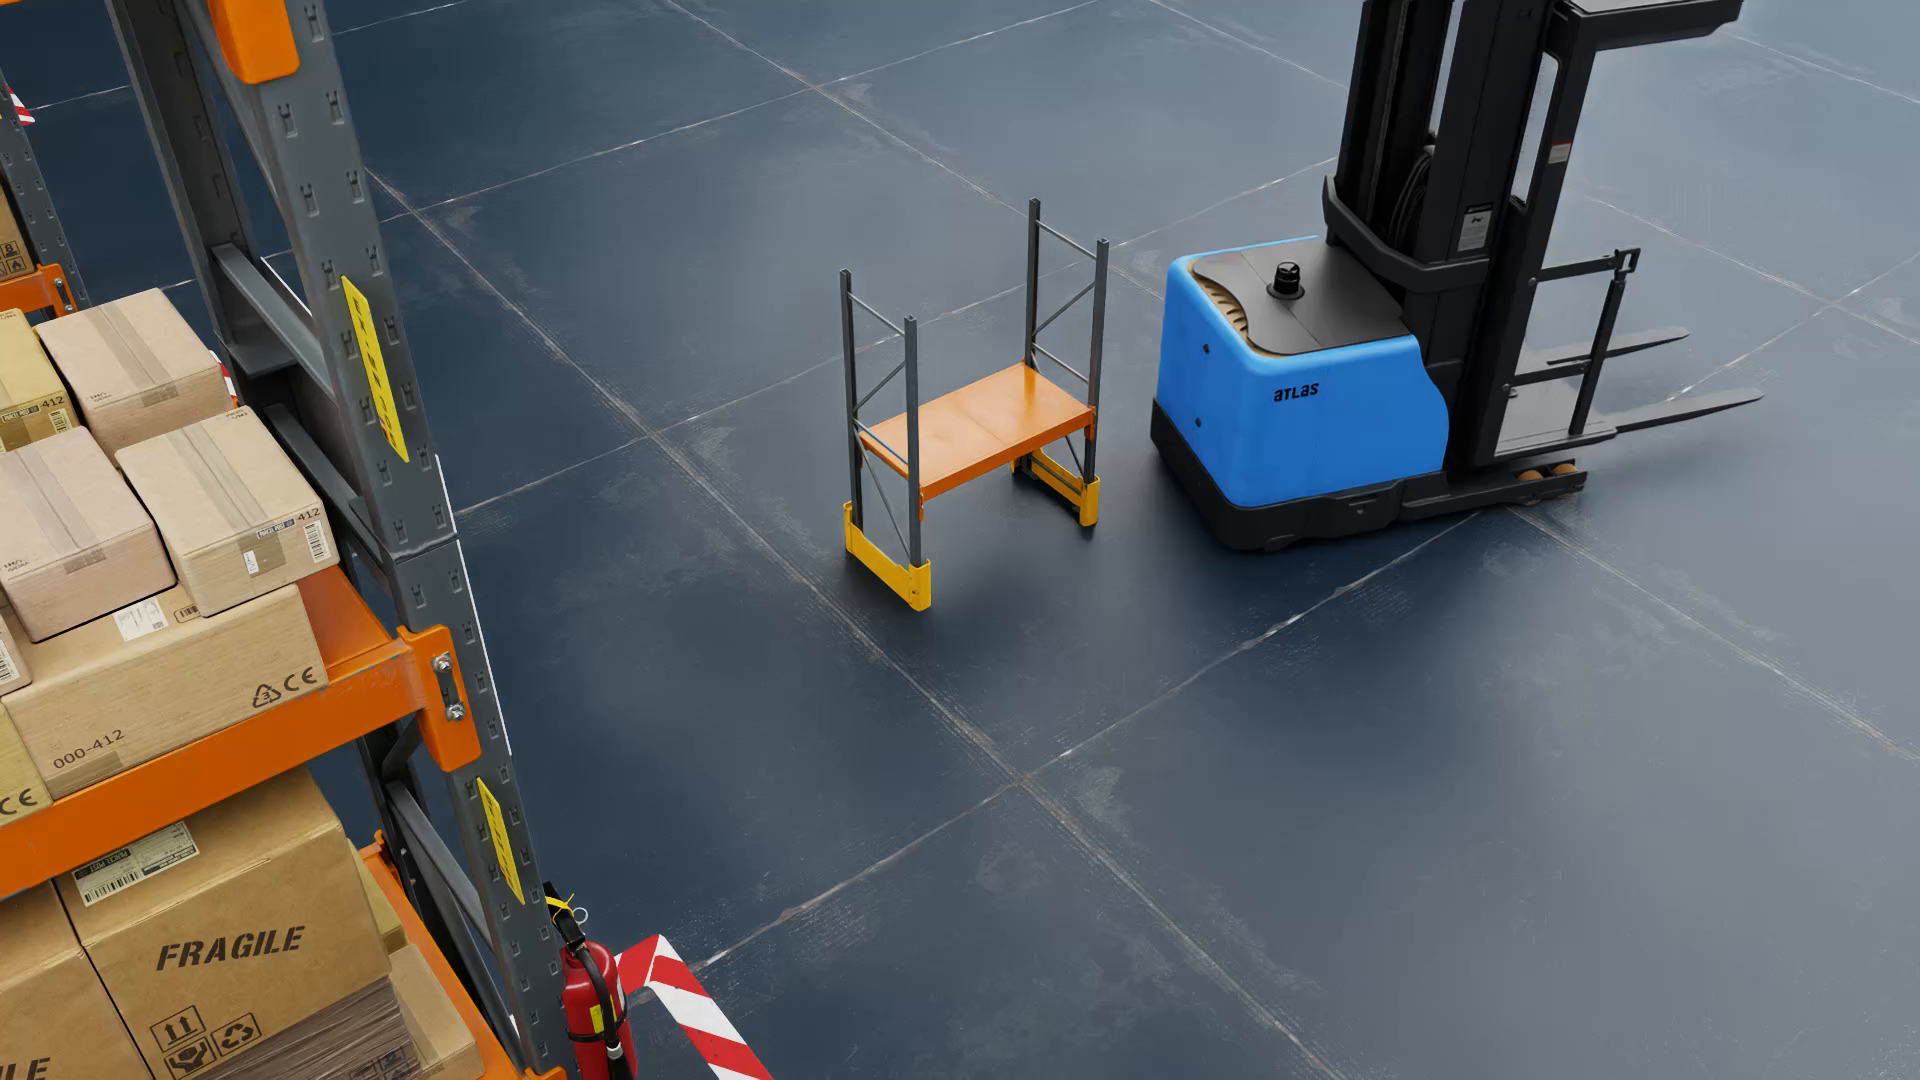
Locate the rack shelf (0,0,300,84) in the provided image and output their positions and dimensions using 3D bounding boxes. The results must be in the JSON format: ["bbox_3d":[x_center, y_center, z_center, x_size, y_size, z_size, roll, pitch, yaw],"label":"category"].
[{"bbox_3d":[-2.892,-0.335,1.767,4.000,0.370,1.077,-26,46,-28],"label":"rack shelf"}]

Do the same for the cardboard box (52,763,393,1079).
[{"bbox_3d":[-1.592,0.728,3.529,0.500,0.500,0.500,-26,46,-28],"label":"cardboard box"}]

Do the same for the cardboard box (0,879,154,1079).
[{"bbox_3d":[-1.985,0.924,3.290,0.500,0.500,0.500,-26,46,-28],"label":"cardboard box"}]

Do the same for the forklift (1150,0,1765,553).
[{"bbox_3d":[2.537,-1.613,7.539,3.031,2.935,1.130,-11,41,-13],"label":"forklift"}]

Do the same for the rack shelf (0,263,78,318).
[{"bbox_3d":[-5.834,-0.551,6.757,4.000,0.370,1.077,-26,46,-28],"label":"rack shelf"}]

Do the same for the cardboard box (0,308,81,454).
[{"bbox_3d":[-1.930,-0.283,3.302,0.250,0.149,0.380,-25,45,-27],"label":"cardboard box"}]

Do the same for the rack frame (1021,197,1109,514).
[{"bbox_3d":[0.471,-0.809,7.687,0.032,1.500,0.500,-26,46,-28],"label":"rack frame"}]

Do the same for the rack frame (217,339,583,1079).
[{"bbox_3d":[-1.306,0.932,4.383,0.127,3.000,1.000,-26,46,-28],"label":"rack frame"}]

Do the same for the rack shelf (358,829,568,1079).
[{"bbox_3d":[-2.892,1.983,3.669,4.000,0.370,1.077,-26,46,-28],"label":"rack shelf"}]

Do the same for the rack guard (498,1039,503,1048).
[{"bbox_3d":[-1.366,1.927,5.140,0.348,0.500,1.175,-26,46,-28],"label":"rack guard"}]

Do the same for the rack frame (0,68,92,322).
[{"bbox_3d":[-4.248,-1.602,7.471,0.127,3.000,1.000,-26,46,-28],"label":"rack frame"}]

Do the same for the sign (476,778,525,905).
[{"bbox_3d":[-0.984,0.649,3.566,0.005,0.325,0.100,-26,46,-28],"label":"sign"}]

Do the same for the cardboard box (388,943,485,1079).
[{"bbox_3d":[-1.406,1.243,4.202,0.250,0.149,0.380,-26,46,-28],"label":"cardboard box"}]

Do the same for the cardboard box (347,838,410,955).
[{"bbox_3d":[-1.677,1.019,4.474,0.250,0.149,0.380,-26,46,-28],"label":"cardboard box"}]

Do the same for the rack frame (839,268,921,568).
[{"bbox_3d":[-0.335,-0.416,7.209,0.032,1.500,0.500,-26,46,-28],"label":"rack frame"}]

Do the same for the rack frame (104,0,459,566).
[{"bbox_3d":[-1.306,-1.388,2.480,0.127,3.000,1.000,-26,46,-28],"label":"rack frame"}]

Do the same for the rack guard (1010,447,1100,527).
[{"bbox_3d":[0.455,-0.319,8.075,0.087,0.250,0.587,-26,46,-28],"label":"rack guard"}]

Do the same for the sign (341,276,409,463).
[{"bbox_3d":[-0.984,-0.284,2.801,0.005,0.325,0.100,-26,46,-28],"label":"sign"}]

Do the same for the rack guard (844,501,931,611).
[{"bbox_3d":[-0.334,0.066,7.606,0.087,0.250,0.587,-26,46,-28],"label":"rack guard"}]

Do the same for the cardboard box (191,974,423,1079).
[{"bbox_3d":[-1.759,0.977,4.014,0.500,0.500,0.875,-26,46,-28],"label":"cardboard box"}]

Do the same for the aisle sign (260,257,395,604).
[{"bbox_3d":[-1.440,-0.248,3.771,0.004,0.787,0.394,-26,46,-28],"label":"aisle sign"}]

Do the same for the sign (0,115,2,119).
[{"bbox_3d":[-3.929,-1.863,6.689,0.005,0.325,0.100,-26,46,-28],"label":"sign"}]

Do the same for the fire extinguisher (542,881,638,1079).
[{"bbox_3d":[-0.934,1.149,4.179,0.183,0.674,0.296,-26,46,-28],"label":"fire extinguisher"}]

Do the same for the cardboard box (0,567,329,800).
[{"bbox_3d":[-1.534,0.144,3.096,0.500,0.250,0.500,-25,45,-27],"label":"cardboard box"}]

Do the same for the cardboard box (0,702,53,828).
[{"bbox_3d":[-1.928,0.338,2.859,0.500,0.250,0.500,-26,46,-28],"label":"cardboard box"}]

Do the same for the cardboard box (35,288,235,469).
[{"bbox_3d":[-1.665,-0.334,3.365,0.250,0.149,0.380,-26,46,-28],"label":"cardboard box"}]

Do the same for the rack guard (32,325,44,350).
[{"bbox_3d":[-4.229,-0.645,8.275,0.348,0.500,1.175,-26,46,-28],"label":"rack guard"}]

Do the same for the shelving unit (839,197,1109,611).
[{"bbox_3d":[0.060,-0.609,7.444,1.083,1.500,0.587,-26,46,-28],"label":"shelving unit"}]

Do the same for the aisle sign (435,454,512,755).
[{"bbox_3d":[-1.074,0.053,3.404,0.004,0.787,0.394,-26,46,-28],"label":"aisle sign"}]

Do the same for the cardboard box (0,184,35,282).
[{"bbox_3d":[-4.515,-1.494,7.221,0.550,0.550,0.875,-26,46,-28],"label":"cardboard box"}]

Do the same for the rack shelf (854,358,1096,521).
[{"bbox_3d":[0.068,-0.474,7.562,1.000,0.185,0.538,-26,46,-28],"label":"rack shelf"}]

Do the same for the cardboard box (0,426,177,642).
[{"bbox_3d":[-1.614,-0.018,2.980,0.250,0.149,0.380,-28,47,-29],"label":"cardboard box"}]

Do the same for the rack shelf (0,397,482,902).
[{"bbox_3d":[-2.892,0.823,2.717,4.000,0.370,1.077,-26,46,-28],"label":"rack shelf"}]

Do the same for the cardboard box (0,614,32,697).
[{"bbox_3d":[-1.764,0.142,2.784,0.250,0.149,0.380,-28,47,-30],"label":"cardboard box"}]

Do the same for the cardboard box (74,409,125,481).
[{"bbox_3d":[-1.846,-0.114,3.411,0.500,0.250,0.500,-25,45,-27],"label":"cardboard box"}]

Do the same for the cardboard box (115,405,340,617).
[{"bbox_3d":[-1.336,-0.060,3.030,0.250,0.149,0.380,-26,46,-28],"label":"cardboard box"}]
